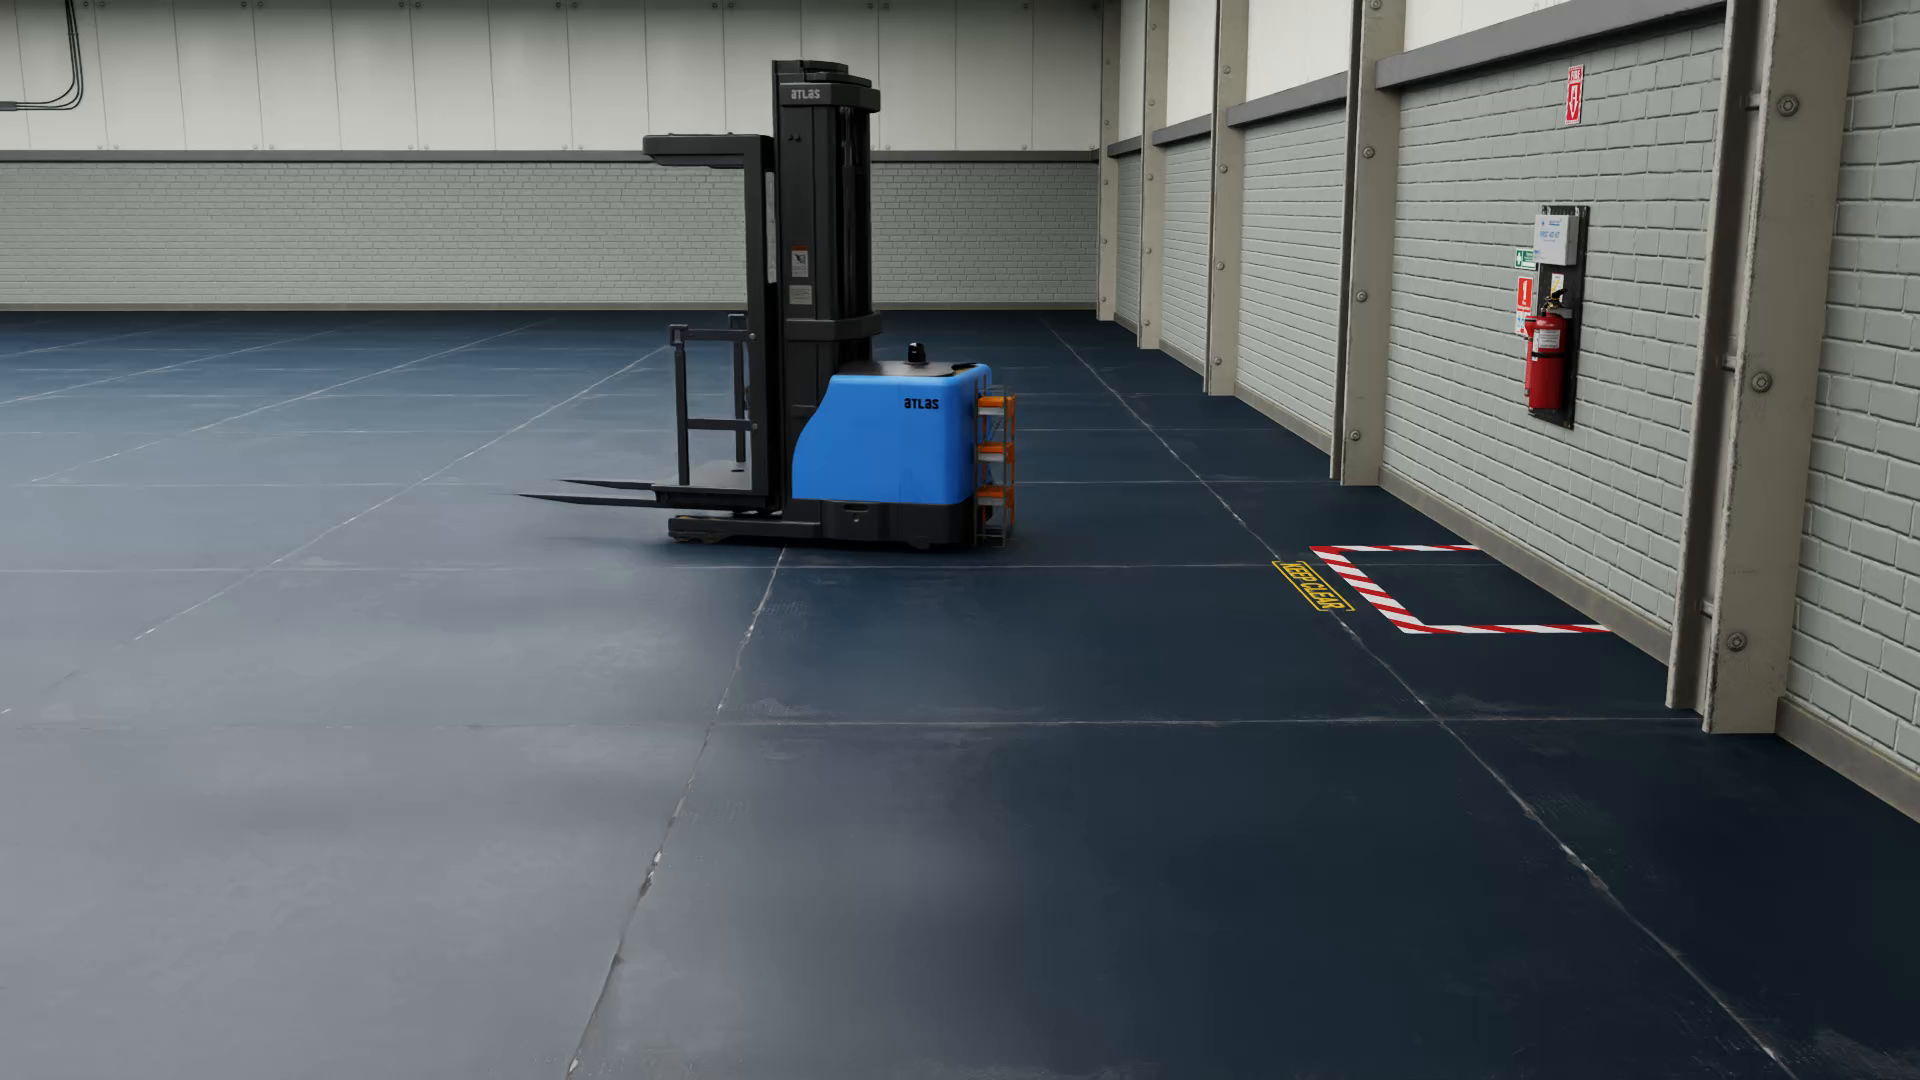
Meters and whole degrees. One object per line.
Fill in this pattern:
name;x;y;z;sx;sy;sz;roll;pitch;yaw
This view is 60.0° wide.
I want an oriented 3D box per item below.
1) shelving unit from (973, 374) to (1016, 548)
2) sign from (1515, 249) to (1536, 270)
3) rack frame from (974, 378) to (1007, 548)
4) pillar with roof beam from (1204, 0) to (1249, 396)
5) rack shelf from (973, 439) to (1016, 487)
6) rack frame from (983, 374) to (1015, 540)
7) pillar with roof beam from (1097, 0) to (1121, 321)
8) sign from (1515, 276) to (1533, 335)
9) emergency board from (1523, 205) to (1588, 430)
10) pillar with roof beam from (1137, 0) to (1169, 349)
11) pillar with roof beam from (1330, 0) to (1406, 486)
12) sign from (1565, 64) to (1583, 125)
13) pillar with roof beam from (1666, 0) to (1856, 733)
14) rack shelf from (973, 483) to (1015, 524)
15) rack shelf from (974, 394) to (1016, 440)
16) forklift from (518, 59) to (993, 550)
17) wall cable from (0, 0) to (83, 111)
shelving unit;0.216;-0.494;10.355;0.215;1.050;0.252;3;12;13
sign;3.238;-1.608;9.516;0.001;0.109;0.331;0;11;-1
rack frame;0.187;-0.471;10.239;0.200;1.050;0.008;3;12;13
pillar with roof beam;-1.384;-6.037;17.685;9.100;9.000;0.400;0;11;-1
rack shelf;0.216;-0.484;10.357;0.215;0.259;0.240;3;12;13
rack frame;0.244;-0.518;10.471;0.200;1.050;0.008;3;12;13
pillar with roof beam;-1.632;-8.423;29.443;9.100;9.000;0.400;0;11;-1
sign;3.247;-1.349;9.573;0.001;0.329;0.234;0;11;-1
emergency board;3.155;-1.221;9.033;0.194;1.169;0.643;0;11;-1
pillar with roof beam;-1.508;-7.230;23.564;9.100;9.000;0.400;0;11;-1
pillar with roof beam;-1.260;-4.845;11.806;9.100;9.000;0.400;0;11;-1
sign;3.254;-2.359;8.813;0.001;0.298;0.199;0;11;-1
pillar with roof beam;-1.136;-3.652;5.927;9.100;9.000;0.400;0;11;-1
rack shelf;0.215;-0.212;10.412;0.215;0.259;0.240;3;12;13
rack shelf;0.216;-0.762;10.300;0.215;0.259;0.240;3;12;13
forklift;-1.356;-1.510;10.631;3.031;2.935;1.130;3;12;13
wall cable;-18.068;-10.605;31.644;2.305;6.003;0.169;0;11;-1
